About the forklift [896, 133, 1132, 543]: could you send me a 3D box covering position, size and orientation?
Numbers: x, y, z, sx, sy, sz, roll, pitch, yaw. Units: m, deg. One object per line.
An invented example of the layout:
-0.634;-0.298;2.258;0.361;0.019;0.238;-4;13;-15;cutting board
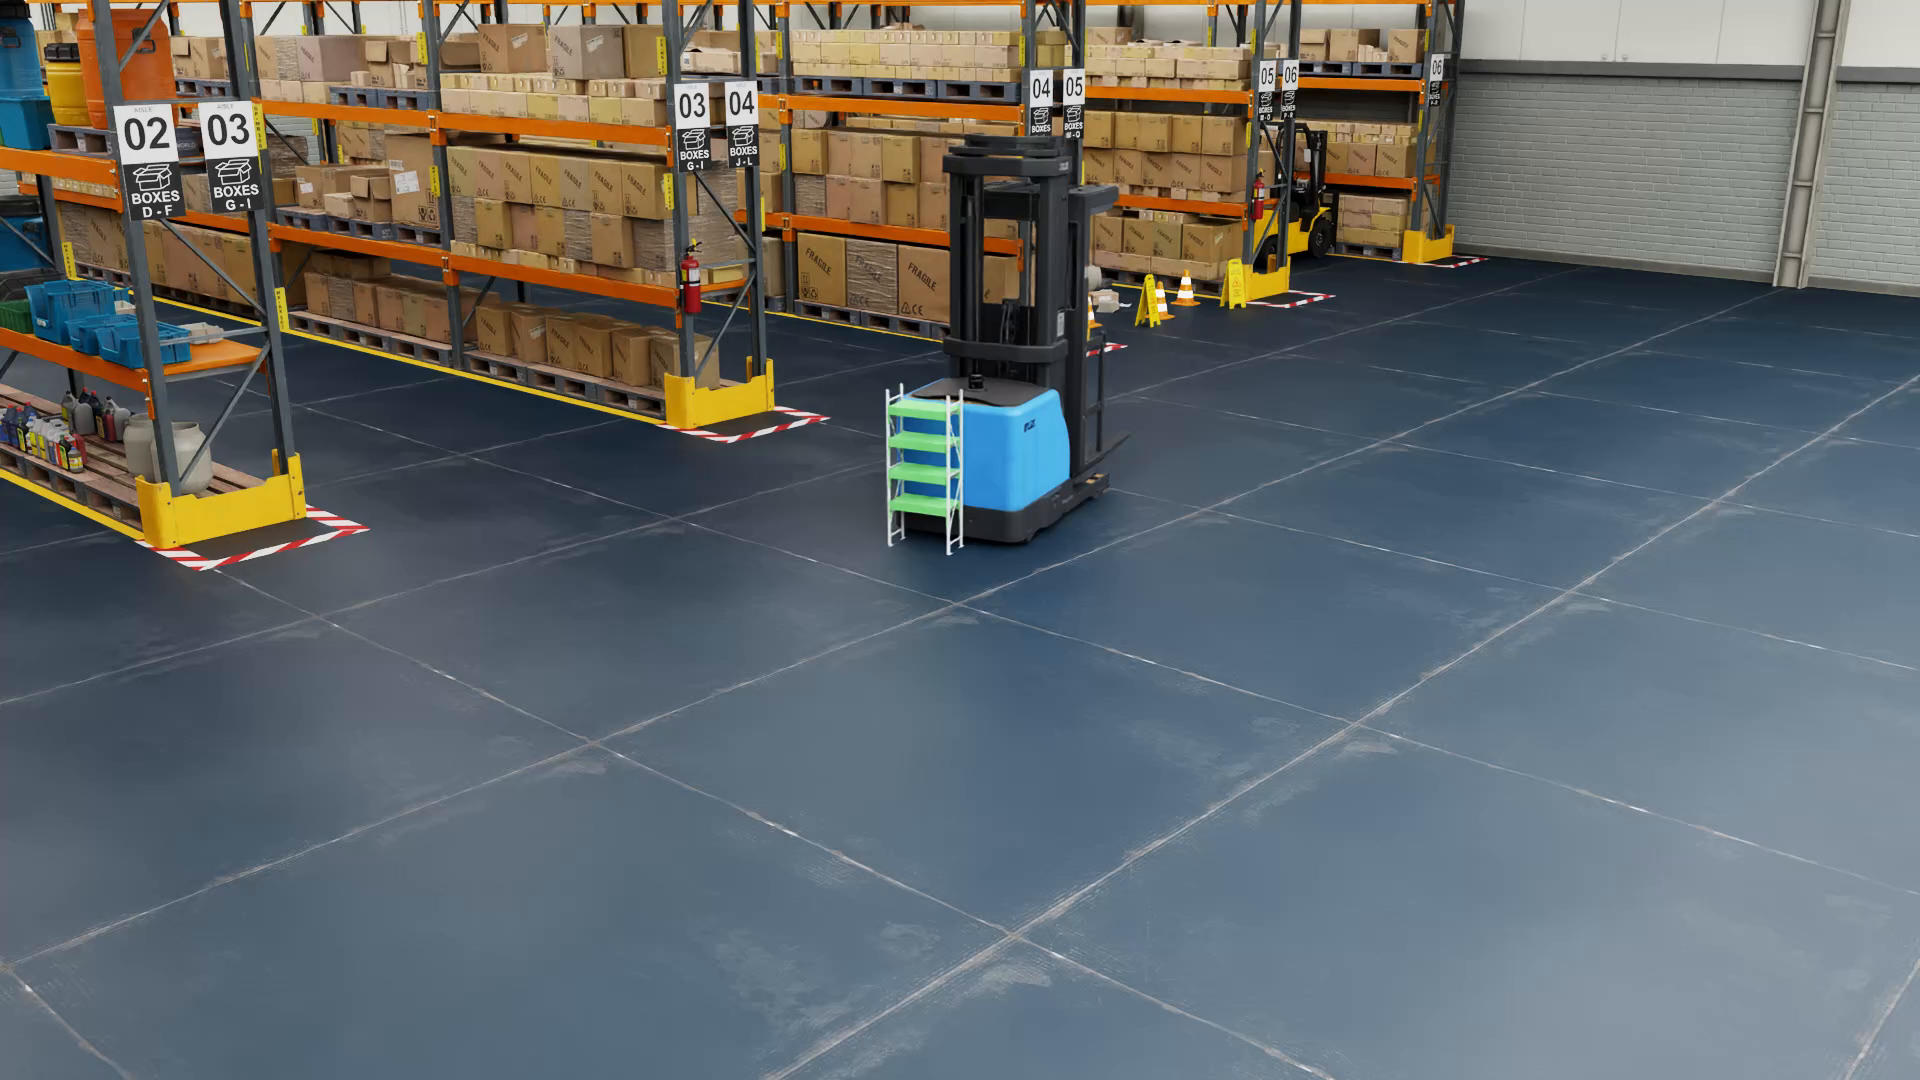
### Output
0.593;-1.780;13.374;1.130;2.935;3.031;8;19;24;forklift

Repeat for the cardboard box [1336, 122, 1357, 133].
6.334;-6.709;27.064;0.250;0.149;0.380;16;23;41;cardboard box

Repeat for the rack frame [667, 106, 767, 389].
-2.304;-2.637;15.964;0.127;3.000;1.000;15;23;39;rack frame

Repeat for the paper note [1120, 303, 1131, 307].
2.246;-3.204;22.657;0.142;0.019;0.148;7;19;21;paper note

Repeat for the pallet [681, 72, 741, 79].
-3.564;-6.344;22.997;1.213;0.211;1.003;16;24;42;pallet

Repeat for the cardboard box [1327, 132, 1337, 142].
6.145;-6.618;27.270;0.250;0.149;0.380;15;23;40;cardboard box

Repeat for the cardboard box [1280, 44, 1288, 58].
5.483;-8.053;27.433;0.258;0.266;0.396;14;23;38;cardboard box

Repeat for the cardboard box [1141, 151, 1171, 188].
2.942;-5.319;23.754;0.500;0.500;0.500;15;23;39;cardboard box

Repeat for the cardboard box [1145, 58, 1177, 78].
2.946;-6.626;23.328;0.500;0.250;0.500;16;24;41;cardboard box

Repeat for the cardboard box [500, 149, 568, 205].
-4.379;-3.758;17.185;0.500;0.500;0.500;15;23;39;cardboard box

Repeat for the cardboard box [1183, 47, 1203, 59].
3.299;-6.741;23.032;0.250;0.149;0.380;15;23;40;cardboard box

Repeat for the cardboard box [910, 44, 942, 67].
-0.236;-5.724;19.627;0.500;0.250;0.500;15;23;39;cardboard box

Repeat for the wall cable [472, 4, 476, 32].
-11.633;-12.200;36.176;0.029;3.000;2.355;15;23;39;wall cable

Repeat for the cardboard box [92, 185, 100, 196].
-12.301;-5.069;24.041;0.250;0.149;0.380;16;23;40;cardboard box

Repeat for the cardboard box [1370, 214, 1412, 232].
6.995;-5.158;26.931;0.500;0.250;0.500;15;23;39;cardboard box

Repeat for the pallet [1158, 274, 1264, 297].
3.633;-3.737;24.037;1.213;0.211;1.003;15;23;39;pallet

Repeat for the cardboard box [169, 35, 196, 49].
-10.839;-6.610;22.663;0.500;0.500;0.700;16;23;41;cardboard box

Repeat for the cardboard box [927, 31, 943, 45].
-0.171;-5.872;19.435;0.250;0.149;0.380;15;23;39;cardboard box

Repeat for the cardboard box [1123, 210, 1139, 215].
2.667;-4.668;24.973;0.500;0.500;0.500;17;24;42;cardboard box

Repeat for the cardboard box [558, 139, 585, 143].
-5.921;-6.057;25.476;0.250;0.149;0.380;16;24;42;cardboard box

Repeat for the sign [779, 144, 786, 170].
-2.281;-4.932;21.410;0.005;0.325;0.100;15;23;39;sign

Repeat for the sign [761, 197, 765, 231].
-1.944;-3.173;16.220;0.005;0.325;0.100;15;23;39;sign

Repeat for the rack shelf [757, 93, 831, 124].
-3.424;-6.031;22.887;4.000;0.370;1.077;15;23;39;rack shelf

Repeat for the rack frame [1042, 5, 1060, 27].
1.583;-10.469;30.723;0.127;3.000;1.000;15;23;39;rack frame

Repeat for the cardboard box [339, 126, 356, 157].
-10.333;-6.887;28.697;0.500;0.500;0.500;15;23;39;cardboard box

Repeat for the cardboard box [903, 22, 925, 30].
-0.915;-10.218;33.271;0.258;0.266;0.396;15;23;39;cardboard box

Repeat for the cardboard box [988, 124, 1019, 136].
0.785;-6.113;25.564;0.500;0.500;0.500;15;23;38;cardboard box

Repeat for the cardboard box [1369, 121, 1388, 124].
6.901;-6.781;27.290;0.250;0.149;0.380;15;23;40;cardboard box

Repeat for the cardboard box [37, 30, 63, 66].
-13.087;-7.250;24.513;0.500;0.500;0.700;13;22;36;cardboard box

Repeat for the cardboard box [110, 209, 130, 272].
-11.720;-4.385;24.288;0.875;0.875;0.875;15;23;39;cardboard box

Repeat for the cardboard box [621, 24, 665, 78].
-3.235;-4.854;16.506;0.500;0.500;0.500;15;23;39;cardboard box

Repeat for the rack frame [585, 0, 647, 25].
-4.919;-8.205;23.589;0.127;3.000;1.000;15;23;39;rack frame

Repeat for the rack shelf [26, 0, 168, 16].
-12.775;-7.774;24.083;4.000;0.370;1.077;15;23;39;rack shelf

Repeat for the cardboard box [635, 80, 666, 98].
-2.835;-4.250;15.674;0.250;0.149;0.380;14;22;38;cardboard box

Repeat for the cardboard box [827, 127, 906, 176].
-1.186;-4.963;21.257;0.550;0.550;0.875;15;23;39;cardboard box

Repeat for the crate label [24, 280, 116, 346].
-7.147;-1.842;13.399;0.616;0.435;0.502;15;23;39;crate label

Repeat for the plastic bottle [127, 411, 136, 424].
-7.223;-0.990;14.556;0.097;0.271;0.097;0;18;0;plastic bottle

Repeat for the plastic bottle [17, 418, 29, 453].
-8.018;-0.899;14.248;0.133;0.283;0.061;16;24;42;plastic bottle

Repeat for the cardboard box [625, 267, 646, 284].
-3.062;-2.617;16.315;0.250;0.149;0.380;15;23;39;cardboard box

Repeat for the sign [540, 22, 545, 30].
-8.066;-9.852;32.161;0.005;0.325;0.100;15;23;39;sign

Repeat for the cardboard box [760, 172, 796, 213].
-2.495;-4.634;22.091;0.500;0.500;0.500;15;23;39;cardboard box

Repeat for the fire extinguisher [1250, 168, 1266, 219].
4.054;-4.715;22.639;0.183;0.674;0.296;15;23;39;fire extinguisher

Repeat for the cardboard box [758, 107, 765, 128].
-3.400;-7.360;29.027;0.500;0.500;0.500;15;23;38;cardboard box

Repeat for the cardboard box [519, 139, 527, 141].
-6.750;-6.017;25.350;0.250;0.149;0.380;16;24;41;cardboard box

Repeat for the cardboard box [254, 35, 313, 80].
-8.106;-5.807;20.000;0.500;0.500;0.500;15;23;40;cardboard box

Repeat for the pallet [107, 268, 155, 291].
-11.796;-3.888;24.514;1.213;0.211;1.003;15;23;39;pallet

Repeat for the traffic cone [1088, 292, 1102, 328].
1.610;-2.958;21.168;0.334;0.463;0.336;15;23;39;traffic cone

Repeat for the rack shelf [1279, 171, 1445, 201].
6.070;-6.062;27.944;4.000;0.370;1.077;15;23;39;rack shelf

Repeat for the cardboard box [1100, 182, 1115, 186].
2.256;-5.168;24.353;0.250;0.149;0.380;15;23;40;cardboard box

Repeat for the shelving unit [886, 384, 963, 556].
-0.260;-0.520;12.266;0.503;1.200;0.258;8;19;24;shelving unit

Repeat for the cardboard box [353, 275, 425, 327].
-6.921;-2.911;20.231;0.700;0.500;0.500;-16;24;-41;cardboard box

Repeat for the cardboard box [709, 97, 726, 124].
-2.492;-4.151;16.022;0.500;0.250;0.500;16;24;41;cardboard box

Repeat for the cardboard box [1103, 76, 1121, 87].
2.259;-6.596;23.893;0.250;0.149;0.380;14;23;38;cardboard box

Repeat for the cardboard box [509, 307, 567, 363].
-4.589;-2.247;18.170;0.500;0.500;0.500;-10;20;-28;cardboard box

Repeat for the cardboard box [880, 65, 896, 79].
-0.743;-5.645;20.037;0.250;0.149;0.380;15;23;40;cardboard box
